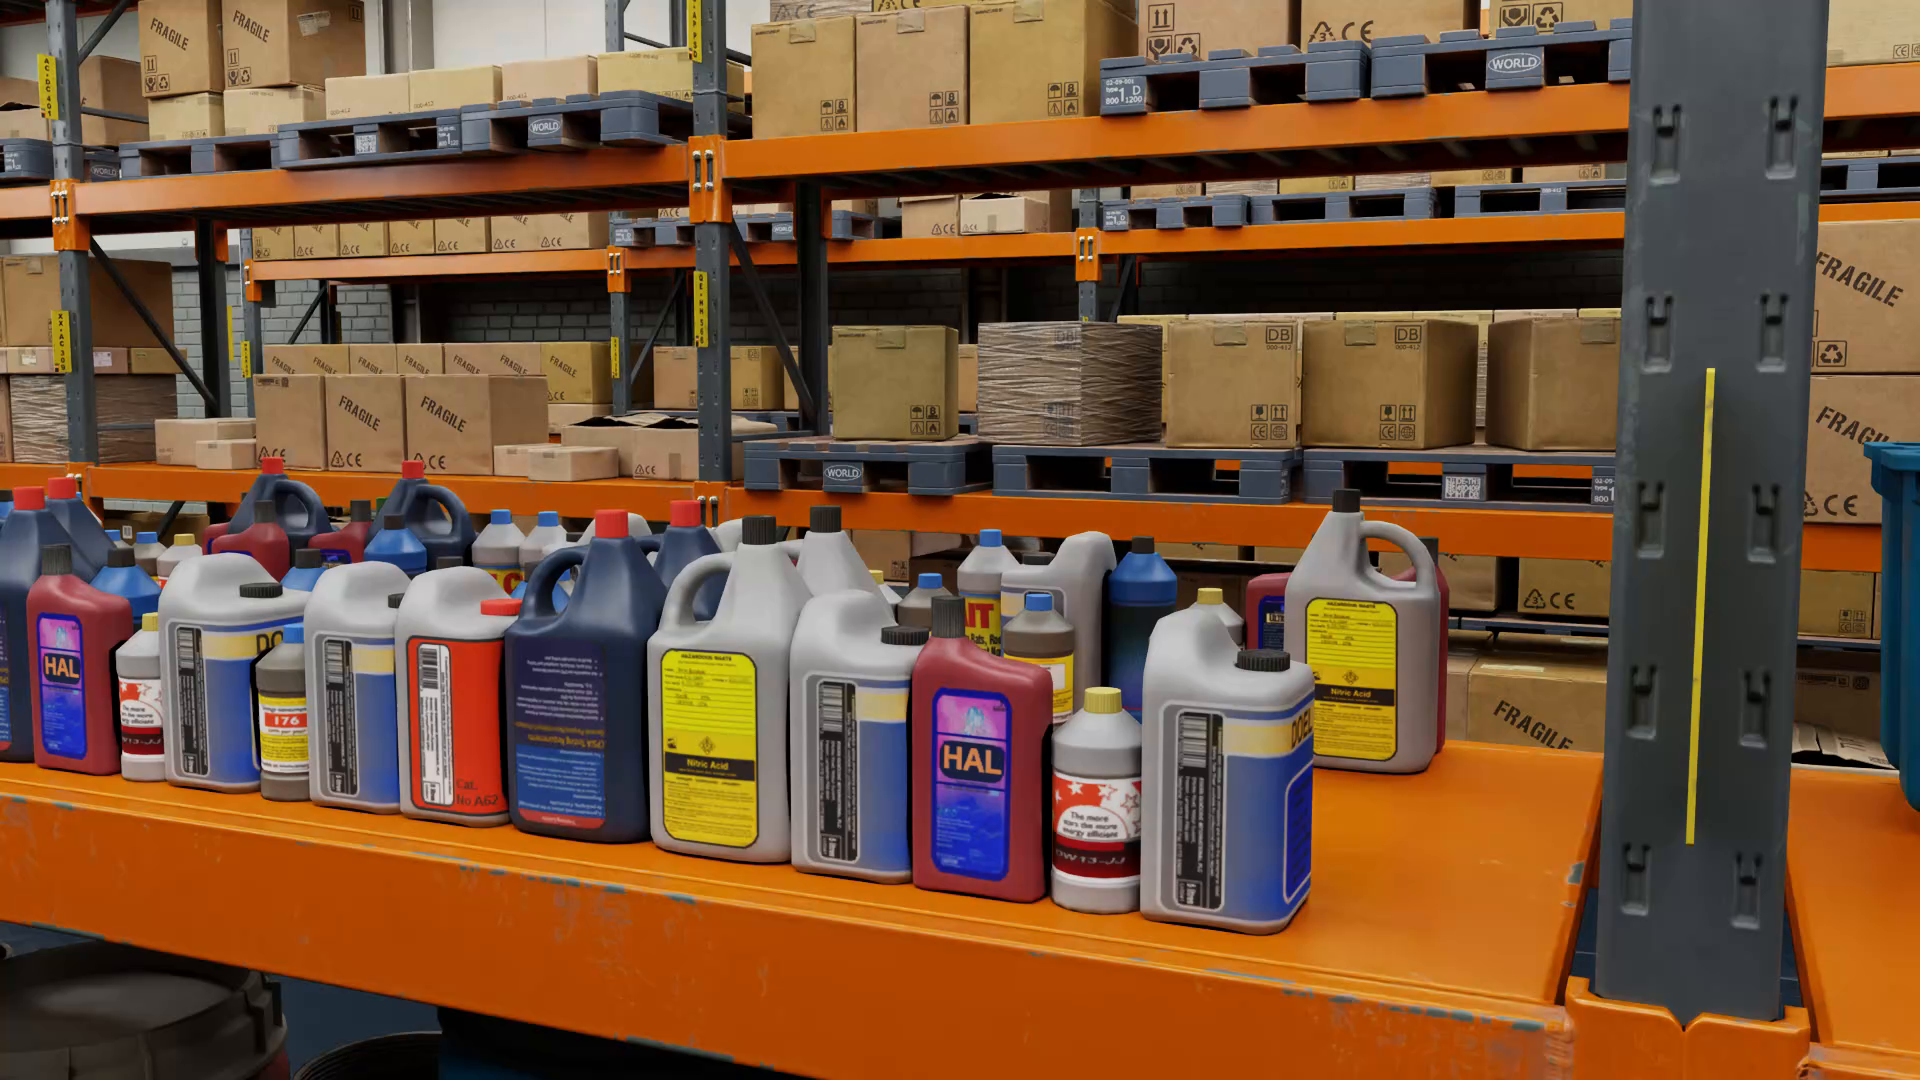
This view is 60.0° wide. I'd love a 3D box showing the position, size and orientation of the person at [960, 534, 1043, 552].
[{"bbox_3d":[0.217,-0.024,10.007,0.625,1.638,0.662,-1,6,-9],"label":"person"}]
